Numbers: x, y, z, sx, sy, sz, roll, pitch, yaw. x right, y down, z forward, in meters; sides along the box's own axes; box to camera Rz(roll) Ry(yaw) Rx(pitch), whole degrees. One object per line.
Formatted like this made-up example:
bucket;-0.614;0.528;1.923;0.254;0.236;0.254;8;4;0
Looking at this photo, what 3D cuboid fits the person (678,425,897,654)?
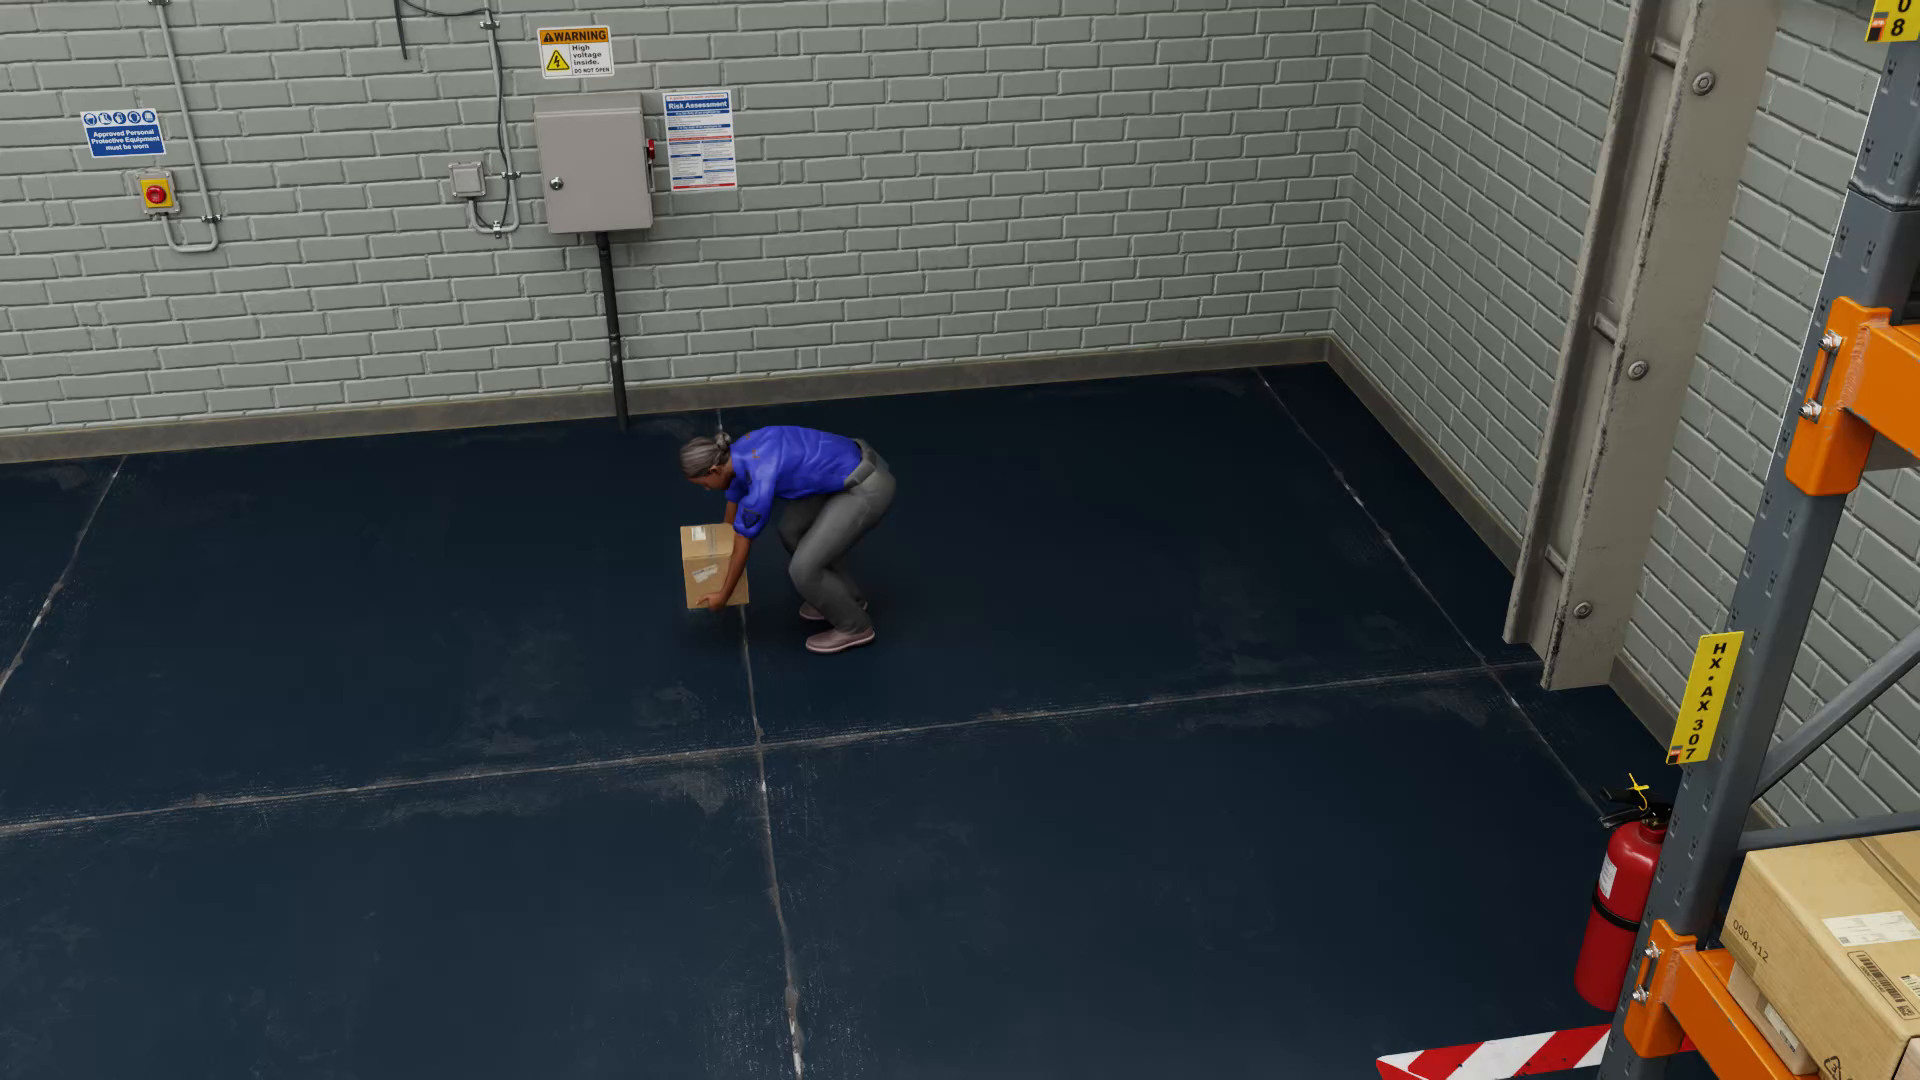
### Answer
person;-0.689;-0.026;6.830;0.862;0.996;0.465;-7;32;-11
